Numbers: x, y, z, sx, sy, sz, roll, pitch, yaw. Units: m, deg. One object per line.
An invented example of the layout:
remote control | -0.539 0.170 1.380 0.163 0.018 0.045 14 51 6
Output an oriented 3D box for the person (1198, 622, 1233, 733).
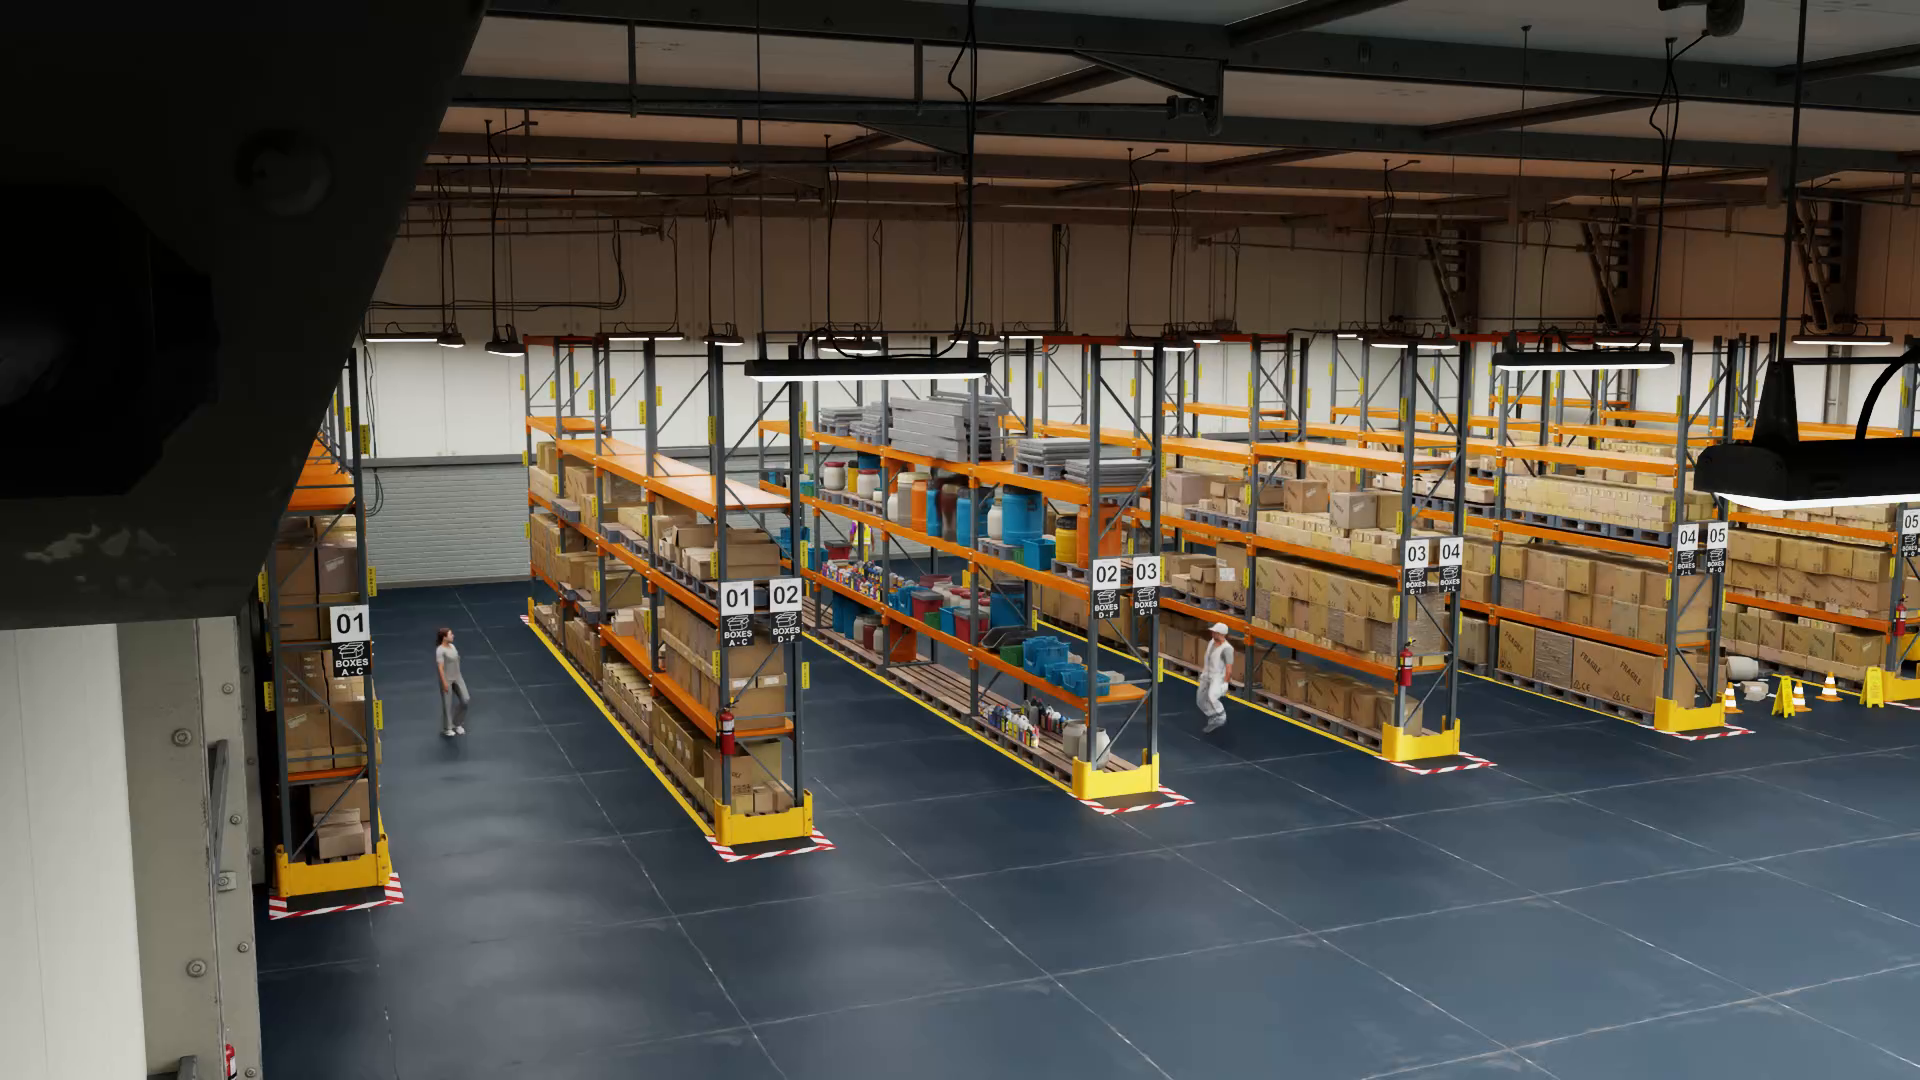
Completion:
person | 3.846 2.106 25.069 0.519 1.780 0.641 -6 10 -39

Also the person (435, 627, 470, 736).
person | -7.758 2.159 25.330 0.471 1.682 0.471 7 11 44

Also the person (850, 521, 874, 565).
person | -2.290 0.132 40.096 0.698 1.758 0.569 6 10 40
